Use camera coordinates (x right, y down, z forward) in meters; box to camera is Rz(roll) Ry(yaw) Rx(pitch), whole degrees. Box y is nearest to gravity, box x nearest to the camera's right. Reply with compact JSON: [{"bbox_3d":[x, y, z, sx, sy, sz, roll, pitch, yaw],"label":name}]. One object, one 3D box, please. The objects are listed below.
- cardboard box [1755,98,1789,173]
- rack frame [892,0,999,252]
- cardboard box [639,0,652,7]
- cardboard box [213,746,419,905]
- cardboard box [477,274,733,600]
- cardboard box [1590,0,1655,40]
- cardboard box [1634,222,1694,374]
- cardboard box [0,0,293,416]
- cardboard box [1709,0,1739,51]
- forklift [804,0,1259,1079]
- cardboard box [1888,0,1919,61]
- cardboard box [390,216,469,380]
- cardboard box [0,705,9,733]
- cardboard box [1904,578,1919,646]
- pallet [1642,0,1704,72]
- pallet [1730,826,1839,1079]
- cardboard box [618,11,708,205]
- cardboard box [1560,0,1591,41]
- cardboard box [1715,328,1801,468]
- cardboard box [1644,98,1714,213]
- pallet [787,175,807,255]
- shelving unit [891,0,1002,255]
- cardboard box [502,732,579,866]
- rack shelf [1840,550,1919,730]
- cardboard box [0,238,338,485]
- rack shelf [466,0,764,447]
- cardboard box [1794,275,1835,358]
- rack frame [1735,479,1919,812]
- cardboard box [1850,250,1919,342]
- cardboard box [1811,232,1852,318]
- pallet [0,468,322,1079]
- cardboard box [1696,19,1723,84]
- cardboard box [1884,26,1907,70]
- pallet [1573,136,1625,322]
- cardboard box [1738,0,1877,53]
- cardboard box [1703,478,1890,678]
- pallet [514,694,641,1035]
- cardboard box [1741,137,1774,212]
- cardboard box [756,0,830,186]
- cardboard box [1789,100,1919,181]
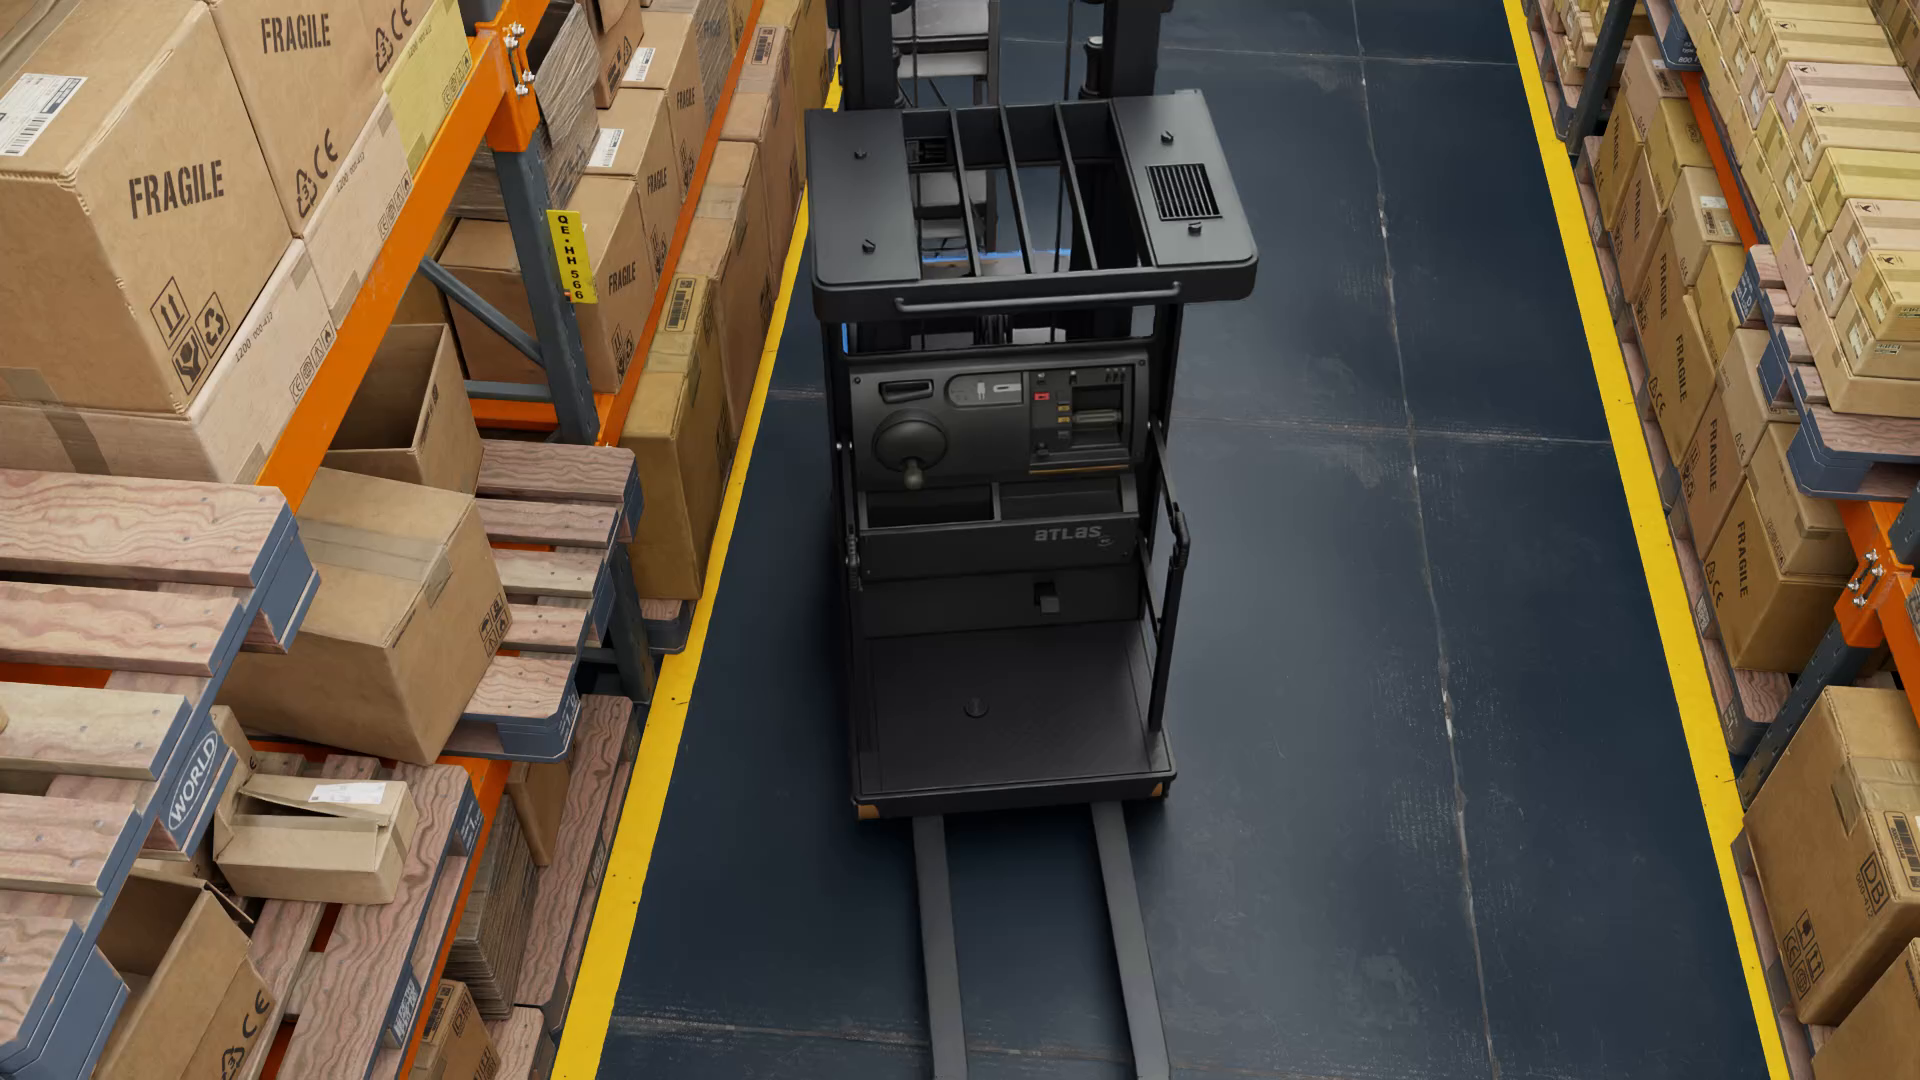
[{"bbox_3d":[2.964,-1.371,5.681,0.380,0.149,0.250,4,48,3],"label":"cardboard box"},{"bbox_3d":[-0.068,-1.113,6.371,0.400,2.100,0.015,-4,48,-4],"label":"rack frame"},{"bbox_3d":[-1.451,-2.352,6.146,0.797,0.503,0.637,5,48,5],"label":"cardboard box"},{"bbox_3d":[-1.534,0.676,3.931,0.396,0.266,0.258,3,48,2],"label":"cardboard box"},{"bbox_3d":[-1.567,-0.402,6.266,1.225,0.875,0.875,2,48,2],"label":"cardboard box"},{"bbox_3d":[3.417,-2.662,8.422,0.380,0.149,0.250,5,48,5],"label":"cardboard box"},{"bbox_3d":[3.232,-1.001,7.068,0.500,0.500,0.500,5,48,4],"label":"cardboard box"},{"bbox_3d":[-1.541,-0.578,2.833,0.500,0.500,0.500,5,48,4],"label":"cardboard box"},{"bbox_3d":[3.036,-1.937,6.199,0.380,0.149,0.250,3,48,3],"label":"cardboard box"},{"bbox_3d":[0.148,-0.274,5.040,1.130,2.935,3.031,-4,48,-4],"label":"forklift"},{"bbox_3d":[3.688,-1.886,6.152,0.380,0.149,0.250,4,48,4],"label":"cardboard box"},{"bbox_3d":[-1.852,-0.884,5.484,0.500,0.500,0.500,5,48,5],"label":"cardboard box"},{"bbox_3d":[-1.789,0.248,2.129,0.797,0.503,0.637,6,48,5],"label":"cardboard box"},{"bbox_3d":[2.970,0.215,4.479,0.500,0.500,0.500,4,48,4],"label":"cardboard box"},{"bbox_3d":[3.430,-2.386,7.056,1.003,0.211,1.213,4,48,4],"label":"pallet"},{"bbox_3d":[3.133,1.452,5.305,1.003,0.211,1.213,4,48,4],"label":"pallet"},{"bbox_3d":[-1.247,-1.600,6.139,0.500,0.500,0.500,3,48,3],"label":"cardboard box"},{"bbox_3d":[3.369,-2.735,8.691,0.380,0.149,0.250,2,48,2],"label":"cardboard box"},{"bbox_3d":[3.116,-0.507,6.108,0.500,0.250,0.500,4,48,4],"label":"cardboard box"},{"bbox_3d":[3.268,-1.637,7.142,0.500,0.250,0.500,5,48,5],"label":"cardboard box"},{"bbox_3d":[-1.281,-1.897,8.368,1.003,0.211,1.213,4,48,4],"label":"pallet"},{"bbox_3d":[-0.090,-1.292,6.534,0.431,2.100,0.503,-4,48,-4],"label":"shelving unit"},{"bbox_3d":[-1.692,0.718,5.483,0.700,0.500,0.500,2,48,1],"label":"cardboard box"},{"bbox_3d":[3.097,1.649,3.722,1.077,0.370,4.000,4,48,4],"label":"rack shelf"},{"bbox_3d":[-1.530,-0.333,3.116,0.500,0.250,0.500,5,48,5],"label":"cardboard box"},{"bbox_3d":[-1.468,-1.698,6.784,1.077,0.370,4.000,4,48,4],"label":"rack shelf"},{"bbox_3d":[2.891,-0.696,5.265,0.380,0.149,0.250,4,48,3],"label":"cardboard box"},{"bbox_3d":[3.280,-0.063,4.801,1.000,3.000,0.127,4,48,4],"label":"rack frame"},{"bbox_3d":[2.868,-0.712,4.877,0.380,0.149,0.250,2,48,2],"label":"cardboard box"},{"bbox_3d":[2.894,-0.811,5.169,0.380,0.149,0.250,5,48,5],"label":"cardboard box"},{"bbox_3d":[-1.761,0.310,2.554,1.213,0.211,1.003,4,48,4],"label":"pallet"},{"bbox_3d":[3.037,-1.841,6.313,0.380,0.149,0.250,3,48,3],"label":"cardboard box"},{"bbox_3d":[3.690,-1.797,6.272,0.380,0.149,0.250,6,48,5],"label":"cardboard box"},{"bbox_3d":[3.575,-1.489,7.995,1.003,0.211,1.213,4,48,4],"label":"pallet"},{"bbox_3d":[3.012,-1.853,5.921,0.380,0.149,0.250,5,48,5],"label":"cardboard box"},{"bbox_3d":[3.079,0.137,6.027,0.500,0.500,0.500,4,48,3],"label":"cardboard box"},{"bbox_3d":[-1.723,1.044,5.678,1.003,0.211,1.213,4,48,4],"label":"pallet"},{"bbox_3d":[2.964,-1.266,5.787,0.380,0.149,0.250,2,48,2],"label":"cardboard box"},{"bbox_3d":[-1.324,-2.364,8.060,1.225,0.875,0.875,4,48,4],"label":"cardboard box"},{"bbox_3d":[2.937,-1.285,5.401,0.380,0.149,0.250,5,48,5],"label":"cardboard box"}]
